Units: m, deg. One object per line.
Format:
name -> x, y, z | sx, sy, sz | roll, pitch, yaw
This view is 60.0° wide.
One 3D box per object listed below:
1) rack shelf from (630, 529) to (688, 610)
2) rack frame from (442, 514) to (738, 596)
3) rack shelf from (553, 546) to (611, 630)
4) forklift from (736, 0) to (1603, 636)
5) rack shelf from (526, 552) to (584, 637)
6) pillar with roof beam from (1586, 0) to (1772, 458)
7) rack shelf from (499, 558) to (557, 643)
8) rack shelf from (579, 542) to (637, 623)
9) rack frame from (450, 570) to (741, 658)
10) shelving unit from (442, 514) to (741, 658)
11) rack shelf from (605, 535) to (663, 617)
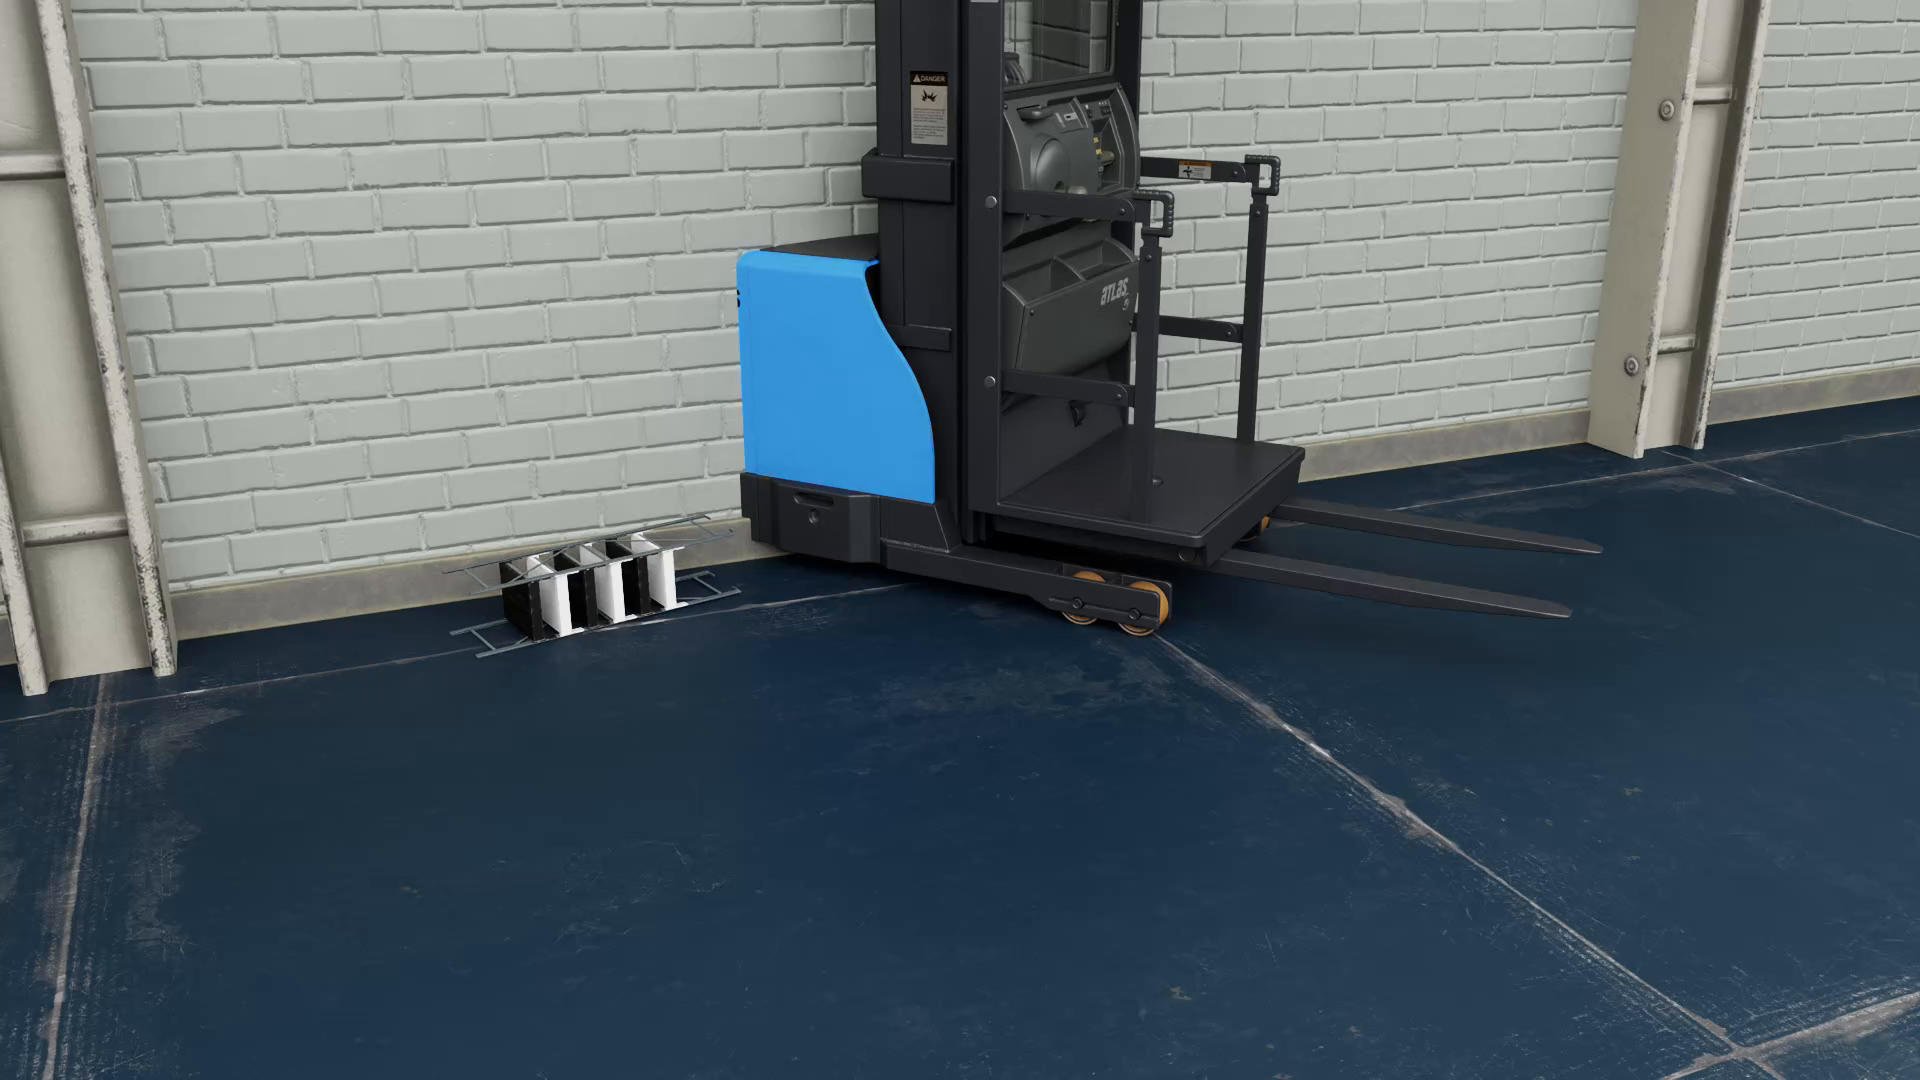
rack shelf -> -0.987, 0.091, 5.429 | 0.077, 0.200, 0.258 | -14, 24, -33
rack frame -> -1.160, 0.039, 5.278 | 0.900, 0.006, 0.240 | -14, 24, -33
rack shelf -> -1.205, 0.146, 5.281 | 0.077, 0.200, 0.258 | -14, 24, -33
forklift -> 0.550, -1.286, 5.260 | 3.031, 2.935, 1.130 | 10, 22, 26
rack shelf -> -1.278, 0.164, 5.231 | 0.077, 0.200, 0.258 | -14, 24, -33
pillar with roof beam -> 4.660, -3.347, 1.980 | 0.400, 9.000, 9.100 | -8, 21, -22
rack shelf -> -1.351, 0.183, 5.181 | 0.077, 0.200, 0.258 | -14, 24, -33
rack shelf -> -1.132, 0.128, 5.330 | 0.077, 0.200, 0.258 | -14, 24, -33
rack frame -> -1.159, 0.230, 5.346 | 0.900, 0.006, 0.240 | -14, 24, -33
shelving unit -> -1.159, 0.135, 5.312 | 0.900, 0.210, 0.258 | -14, 24, -33
rack shelf -> -1.059, 0.110, 5.380 | 0.077, 0.200, 0.258 | -14, 24, -33
